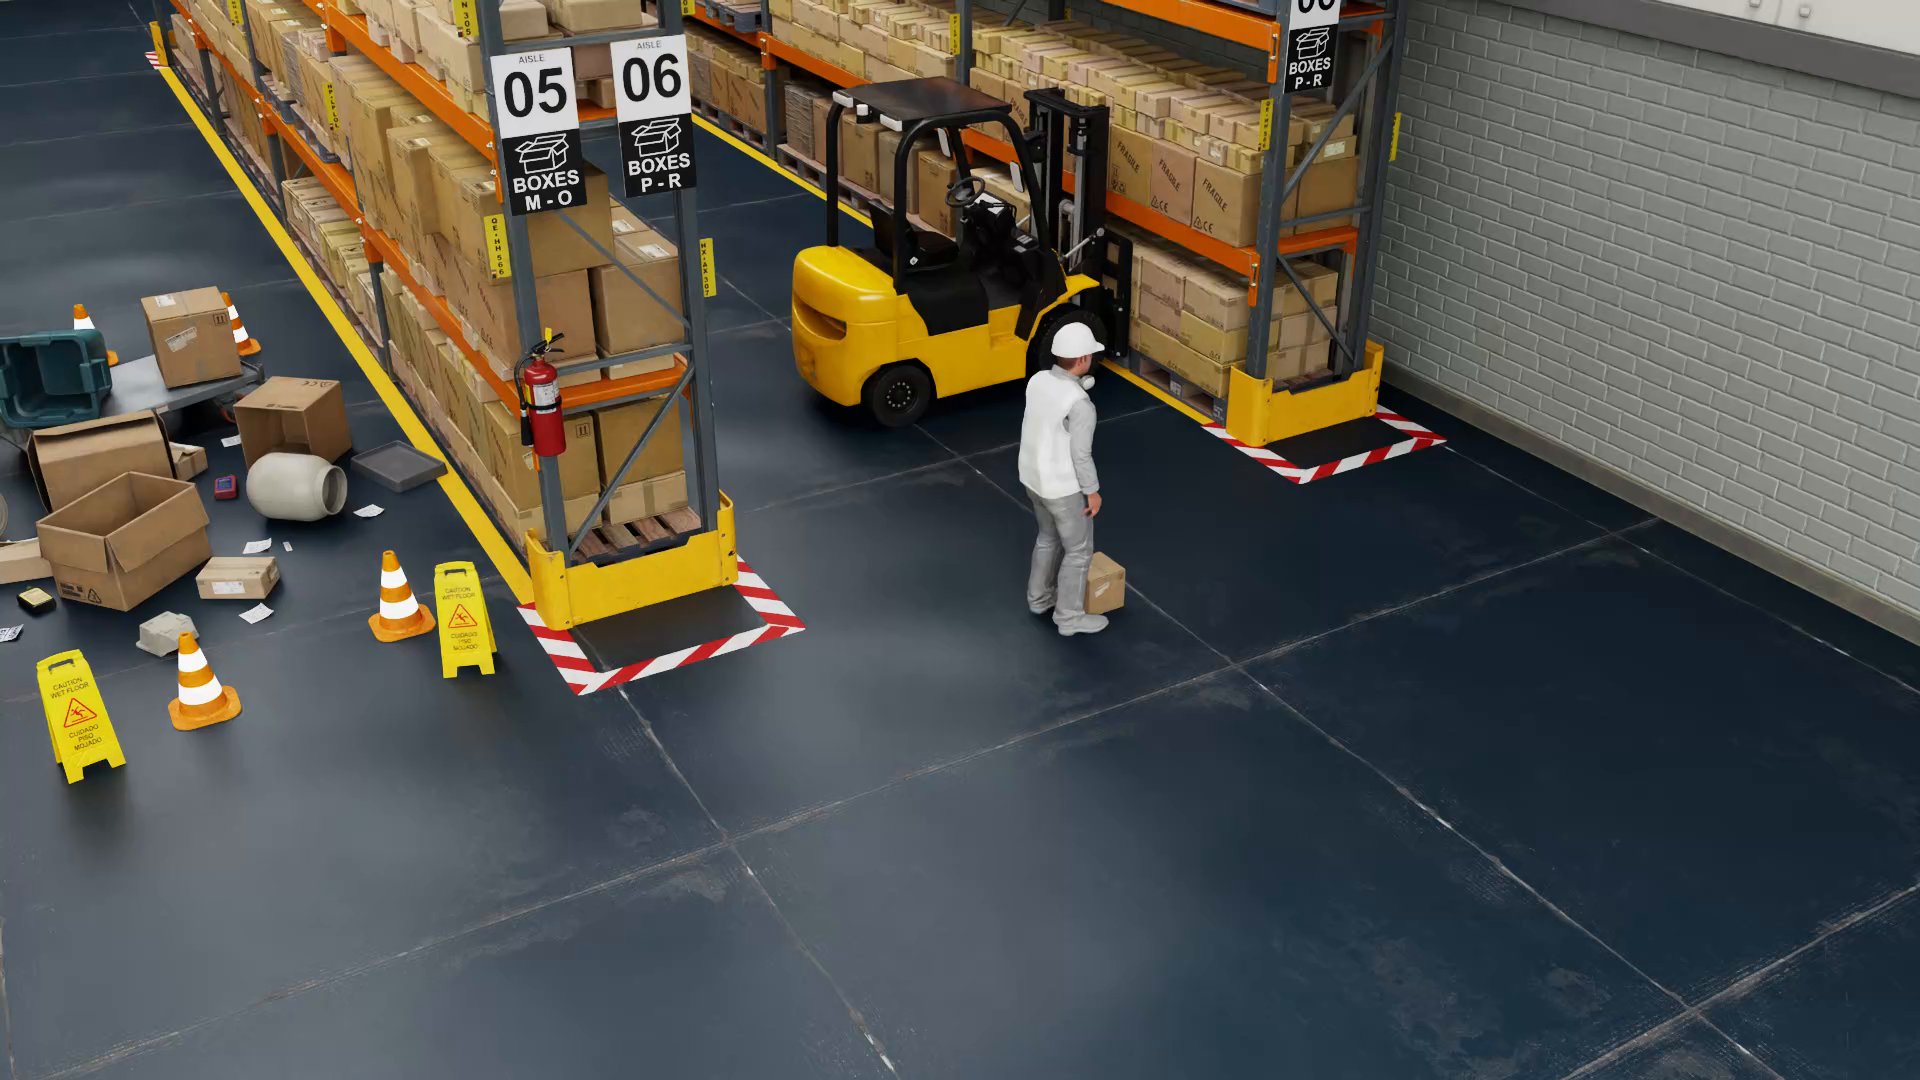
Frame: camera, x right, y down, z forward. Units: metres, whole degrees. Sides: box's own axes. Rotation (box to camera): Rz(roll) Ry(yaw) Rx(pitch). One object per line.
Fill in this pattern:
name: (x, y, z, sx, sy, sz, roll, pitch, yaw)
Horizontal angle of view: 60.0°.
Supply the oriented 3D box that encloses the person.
person: (0.564, -0.341, 9.156, 0.460, 1.772, 0.581, -16, 32, -26)
